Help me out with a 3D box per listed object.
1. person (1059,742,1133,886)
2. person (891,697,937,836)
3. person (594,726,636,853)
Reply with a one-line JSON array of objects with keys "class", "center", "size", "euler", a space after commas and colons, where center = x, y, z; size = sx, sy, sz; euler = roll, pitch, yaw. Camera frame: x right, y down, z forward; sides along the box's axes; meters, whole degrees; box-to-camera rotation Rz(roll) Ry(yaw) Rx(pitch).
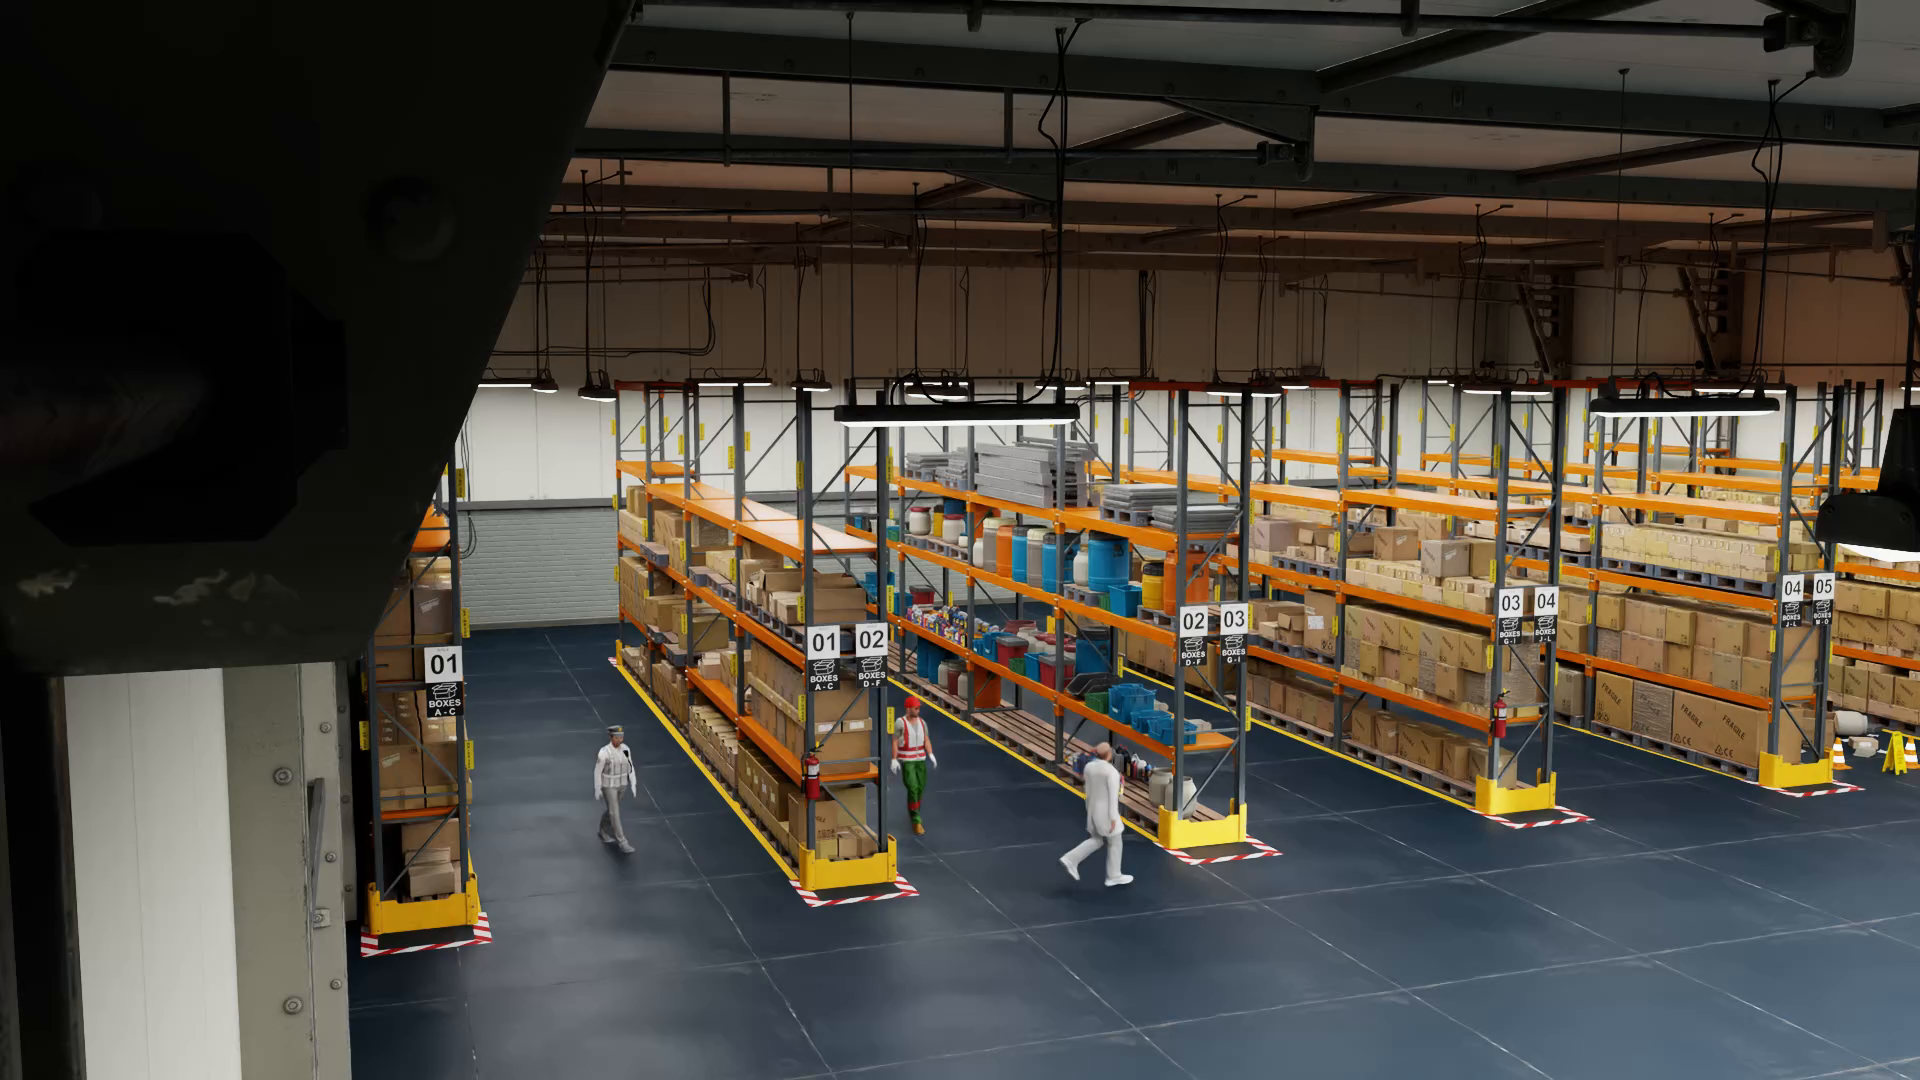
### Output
[{"class": "person", "center": [1.678, 3.418, 20.135], "size": [0.882, 1.554, 0.571], "euler": [-3, 7, -24]}, {"class": "person", "center": [-0.571, 3.058, 22.666], "size": [0.563, 1.805, 0.669], "euler": [-4, 7, -35]}, {"class": "person", "center": [-4.454, 3.214, 21.669], "size": [1.019, 1.610, 0.500], "euler": [5, 8, 39]}]
